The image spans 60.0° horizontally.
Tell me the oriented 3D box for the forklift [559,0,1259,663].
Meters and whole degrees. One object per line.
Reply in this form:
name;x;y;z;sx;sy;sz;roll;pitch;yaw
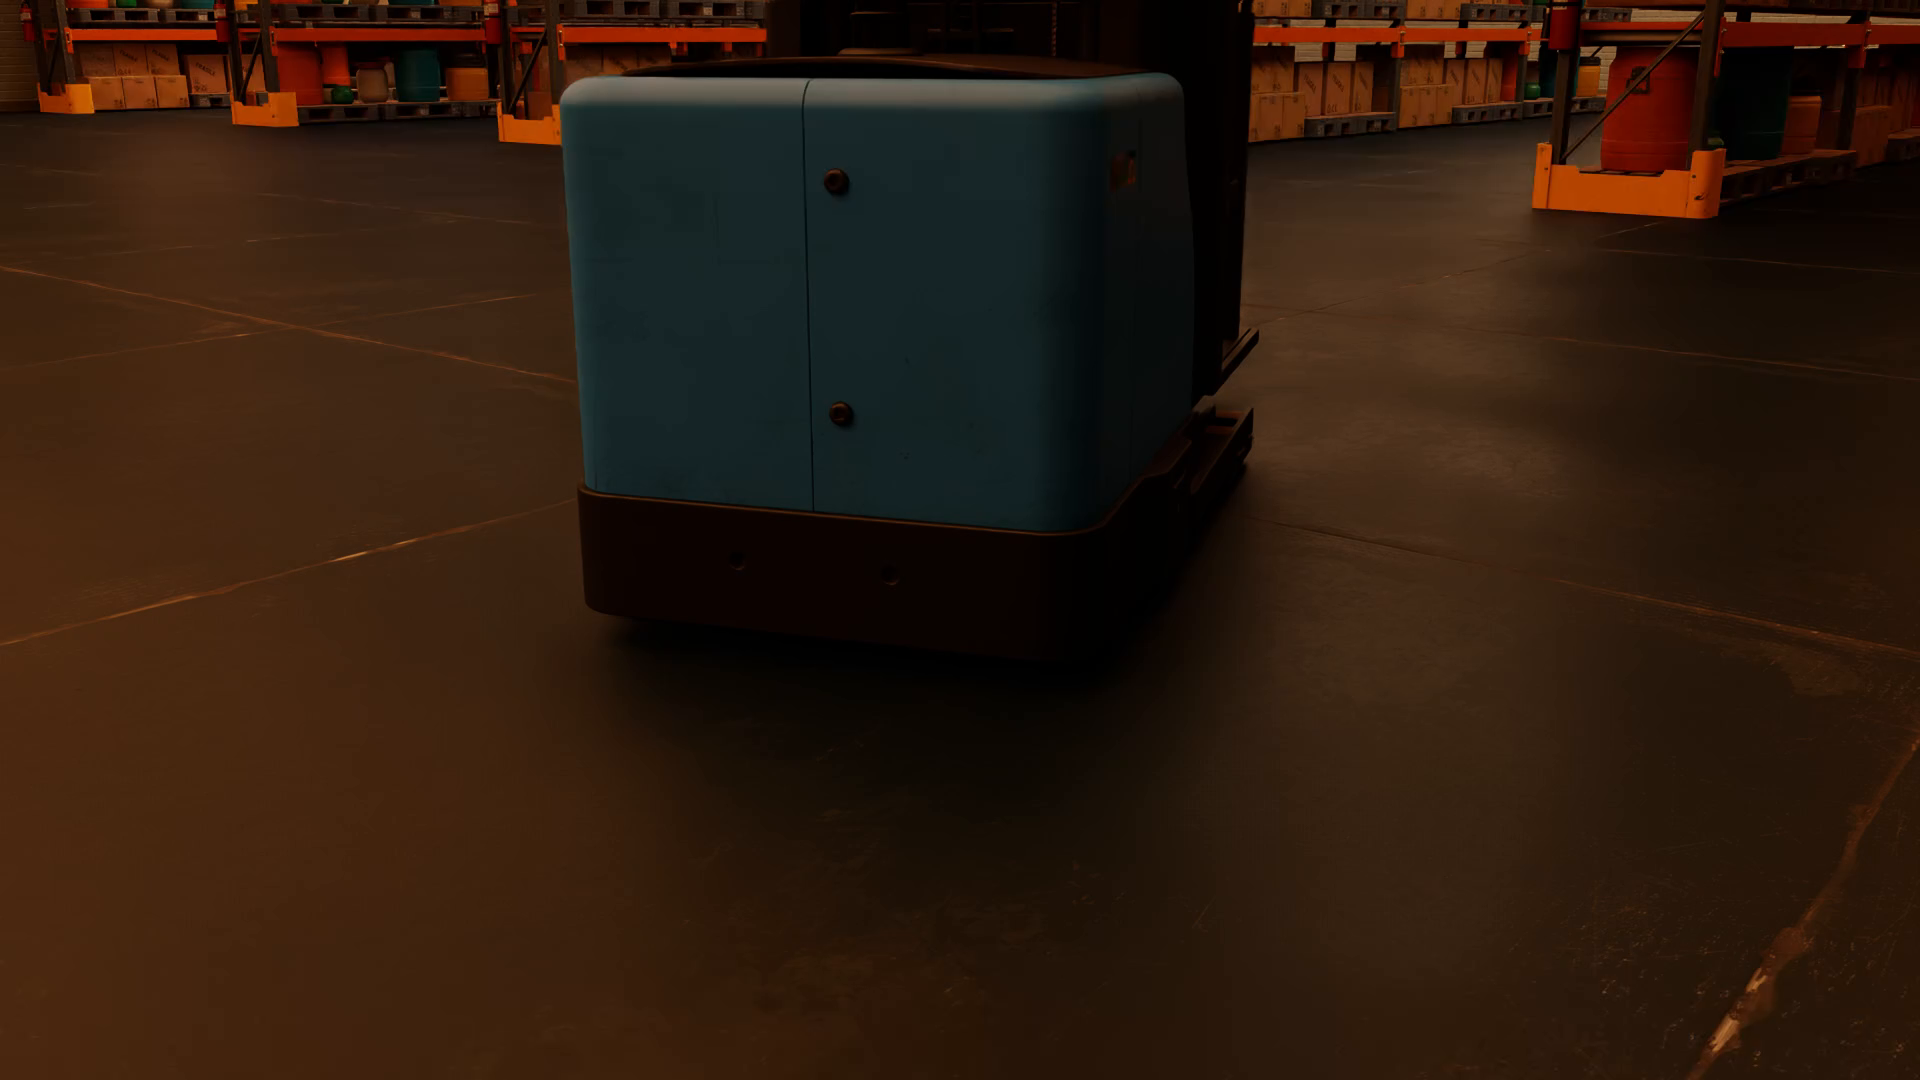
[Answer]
forklift;0.182;-1.571;4.072;1.130;2.935;3.031;5;18;17
